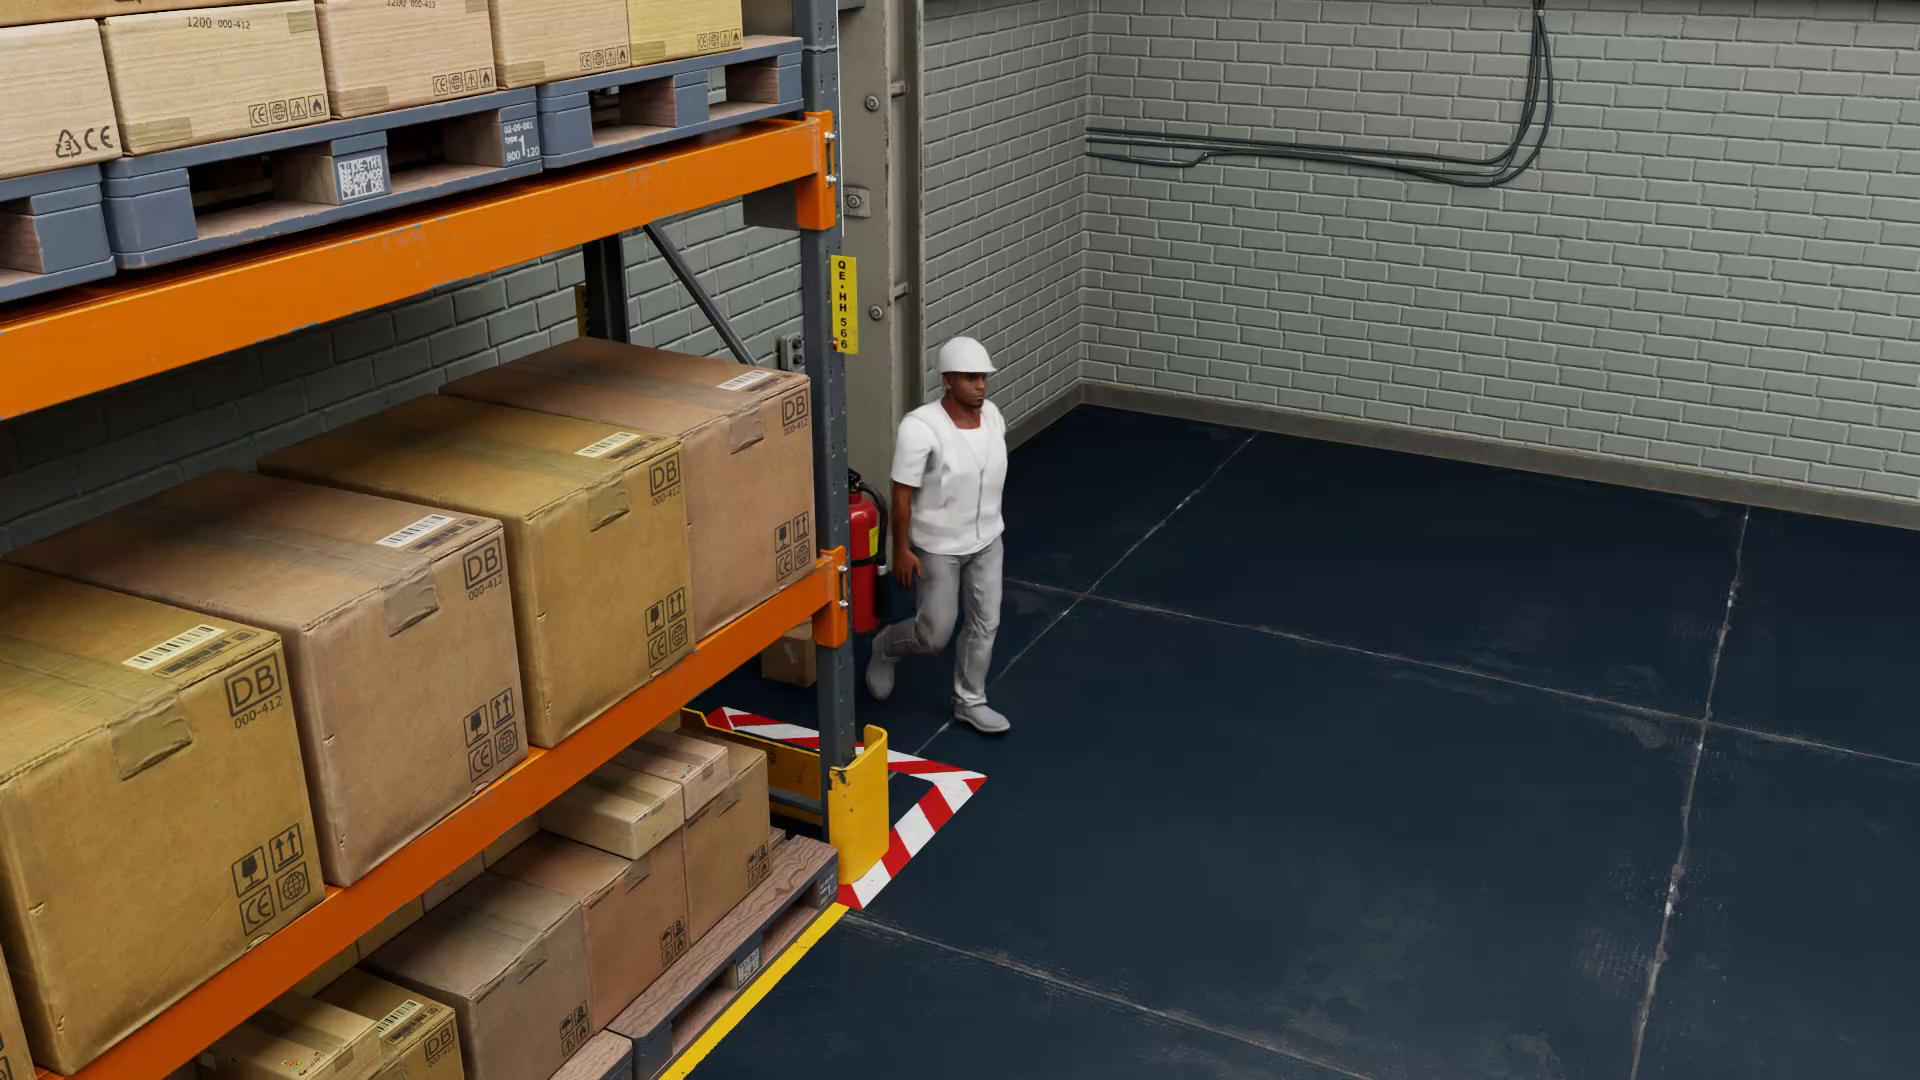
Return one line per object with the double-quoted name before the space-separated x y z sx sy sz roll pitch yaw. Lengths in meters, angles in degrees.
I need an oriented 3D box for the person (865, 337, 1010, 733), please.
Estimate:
"person" -0.084 -0.026 7.095 0.582 1.751 0.680 -17 28 -36
